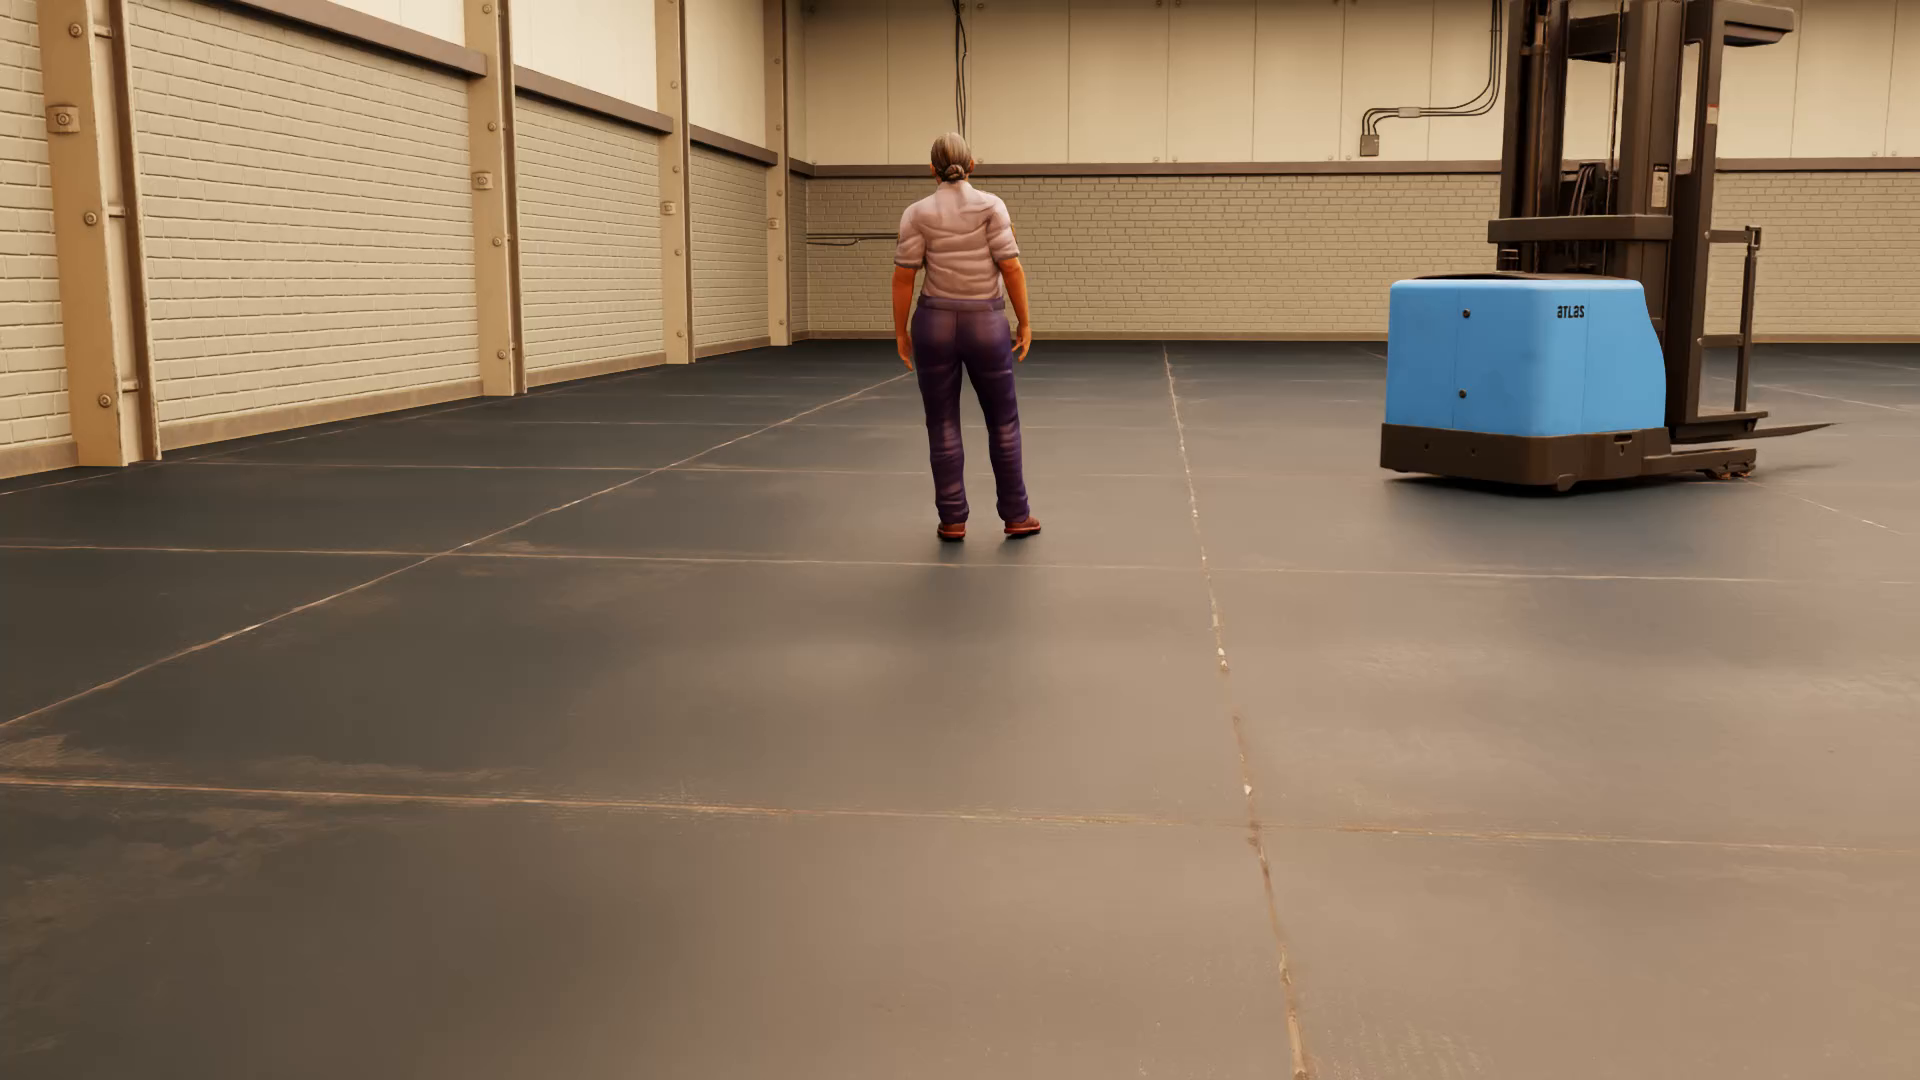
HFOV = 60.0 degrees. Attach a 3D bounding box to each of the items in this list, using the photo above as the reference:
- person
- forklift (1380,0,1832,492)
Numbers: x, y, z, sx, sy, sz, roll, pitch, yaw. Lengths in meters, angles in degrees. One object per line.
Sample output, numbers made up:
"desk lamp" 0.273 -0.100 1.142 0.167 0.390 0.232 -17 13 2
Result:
"person" 0.033 -0.835 6.910 0.598 1.651 0.503 1 9 6
"forklift" 3.785 -1.838 9.211 3.031 2.935 1.130 -6 11 -33
